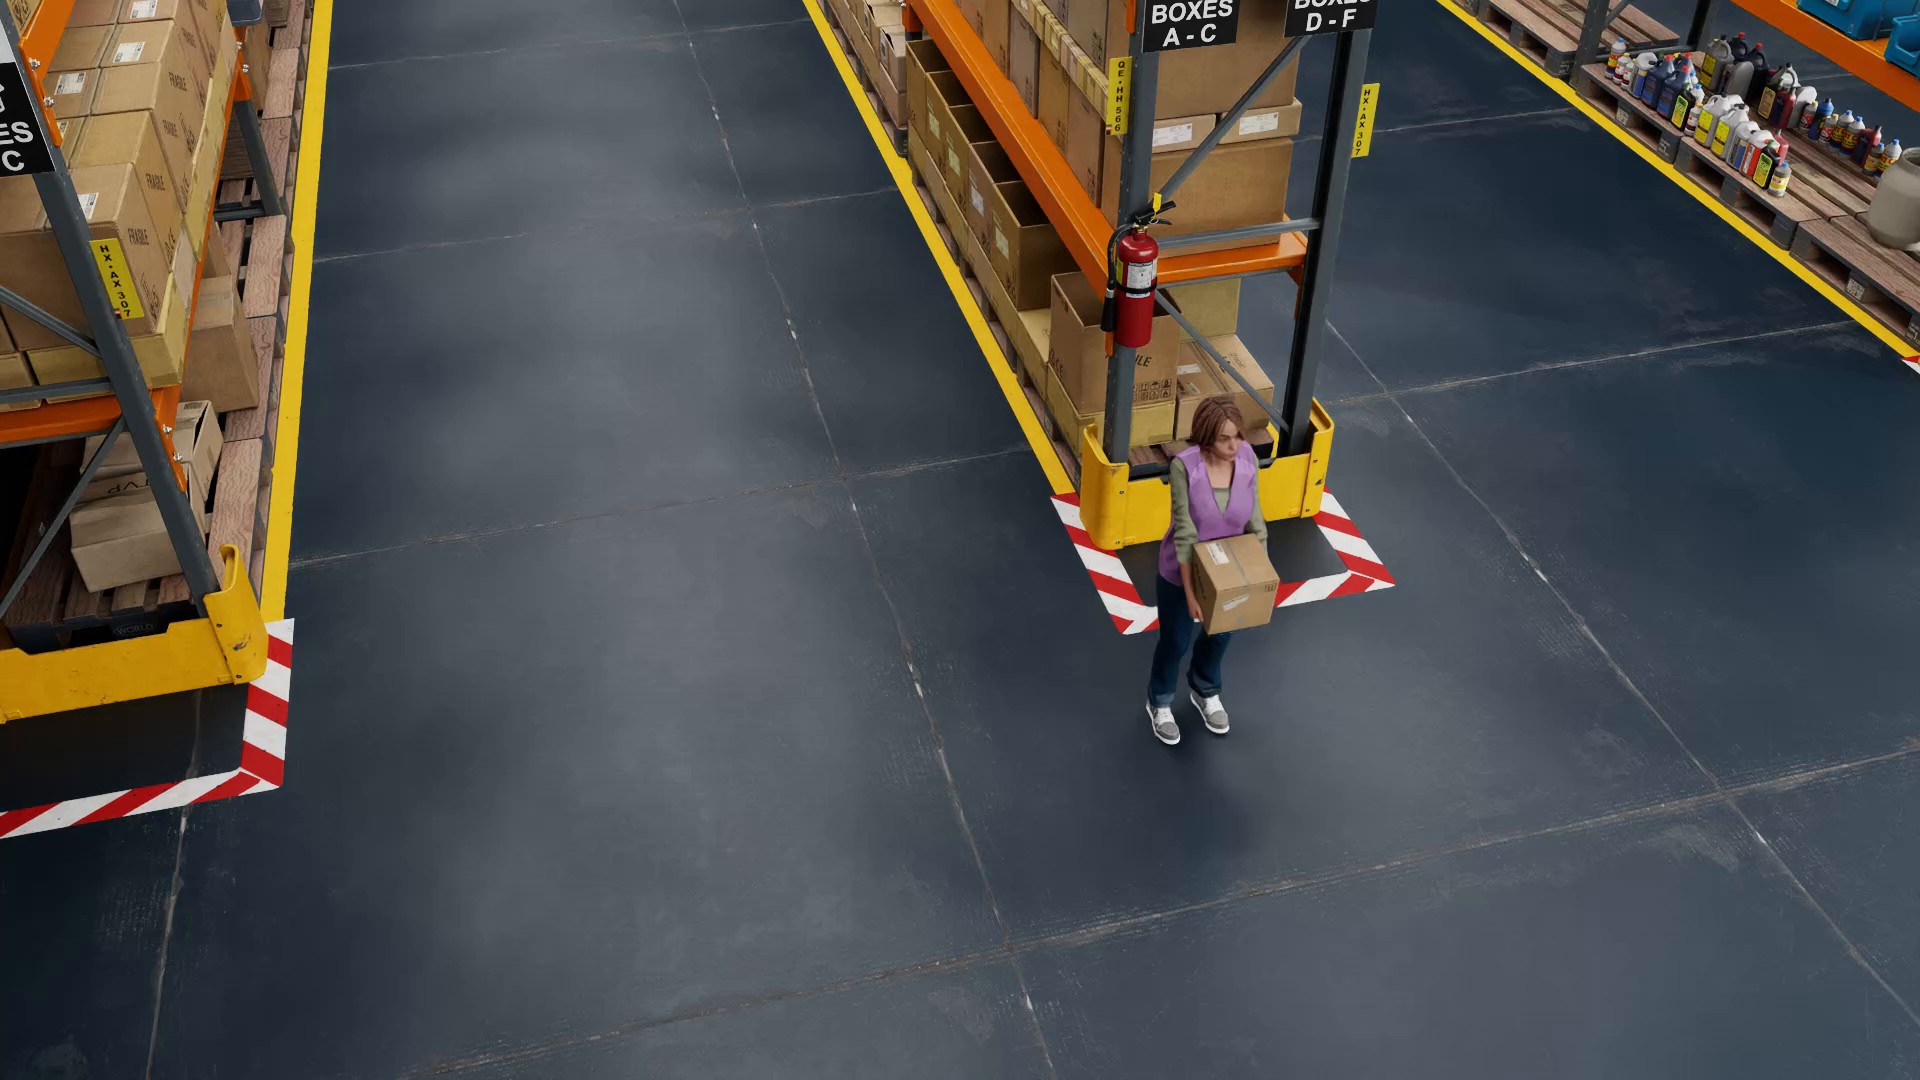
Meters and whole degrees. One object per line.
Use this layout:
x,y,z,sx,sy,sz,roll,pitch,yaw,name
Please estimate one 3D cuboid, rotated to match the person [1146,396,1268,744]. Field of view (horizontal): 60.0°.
0.982,0.214,6.537,0.375,1.500,0.499,-10,40,-12,person
